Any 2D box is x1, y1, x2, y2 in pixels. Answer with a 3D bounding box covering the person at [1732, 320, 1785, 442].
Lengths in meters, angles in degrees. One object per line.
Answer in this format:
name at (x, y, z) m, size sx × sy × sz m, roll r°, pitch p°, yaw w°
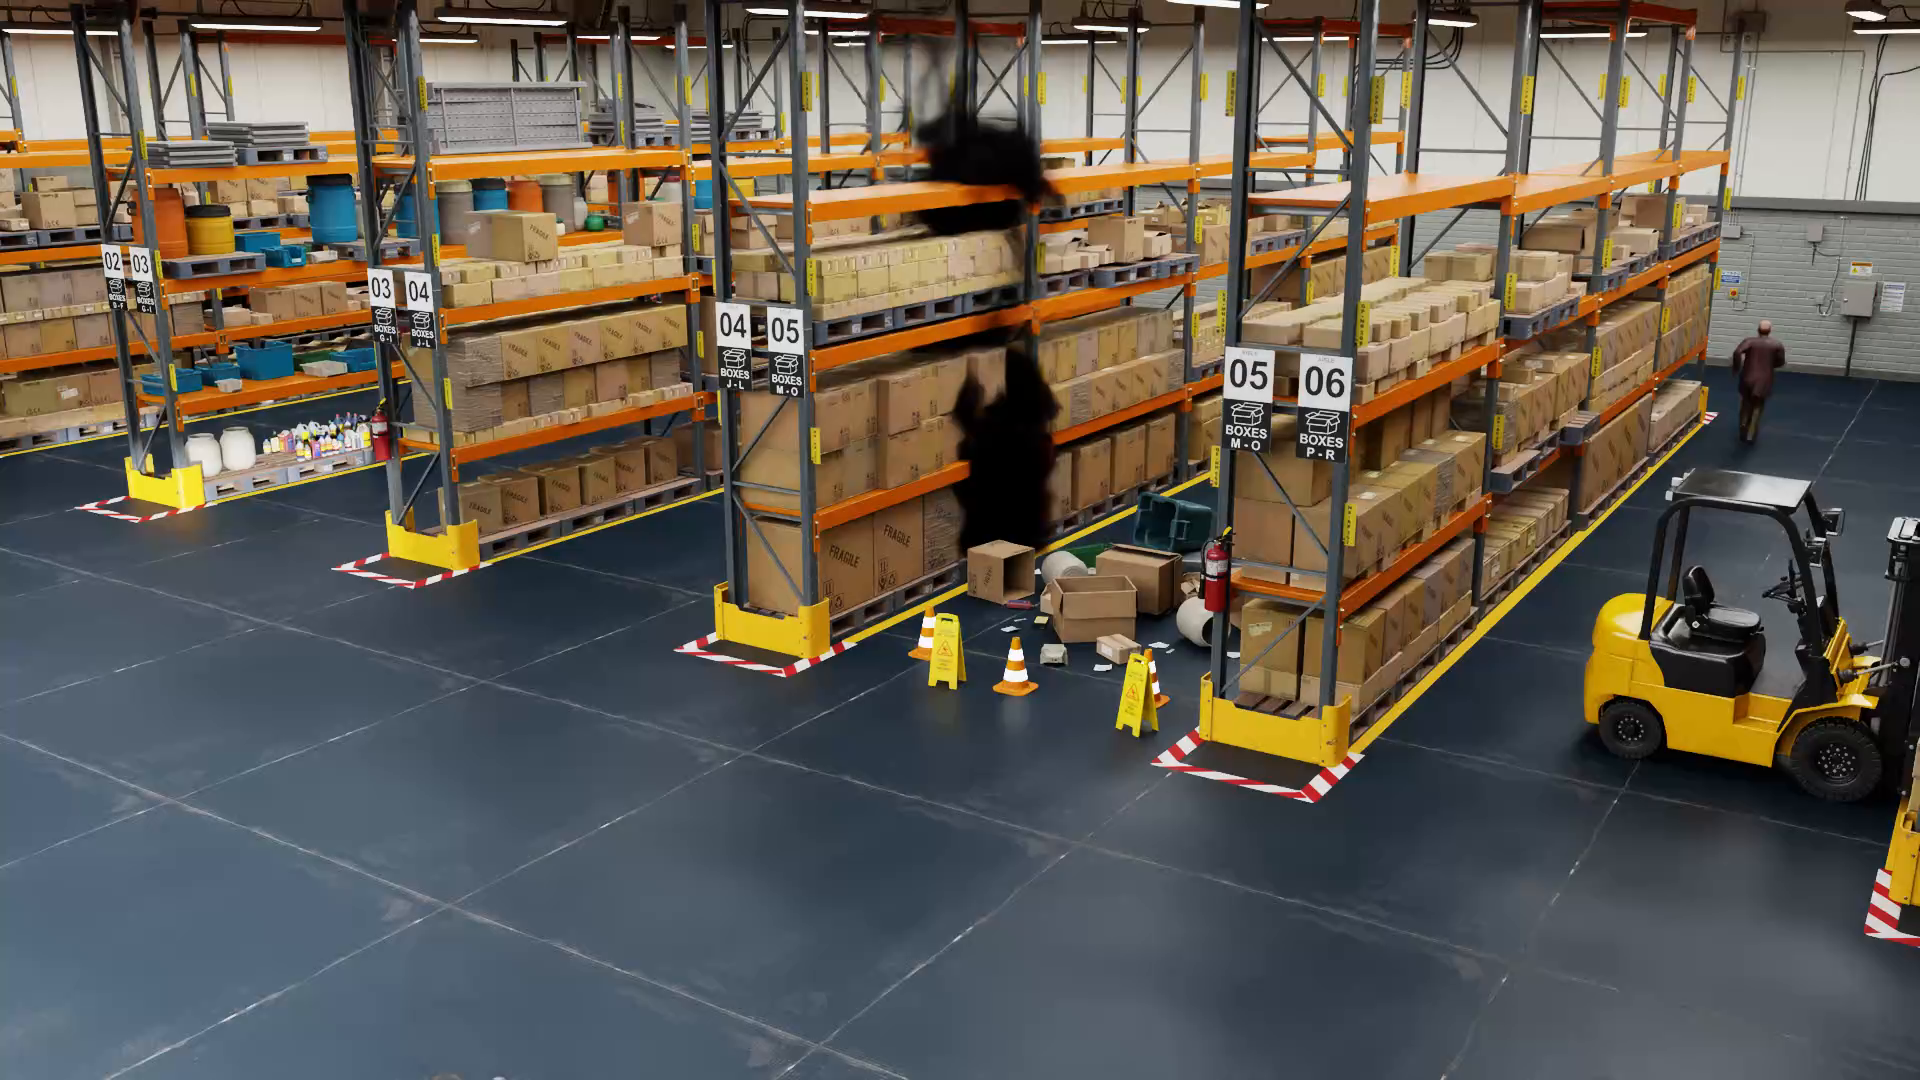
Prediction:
person at (11.573, -2.290, 24.170) m, size 0.668 × 1.807 × 0.877 m, roll 9°, pitch 18°, yaw 29°
